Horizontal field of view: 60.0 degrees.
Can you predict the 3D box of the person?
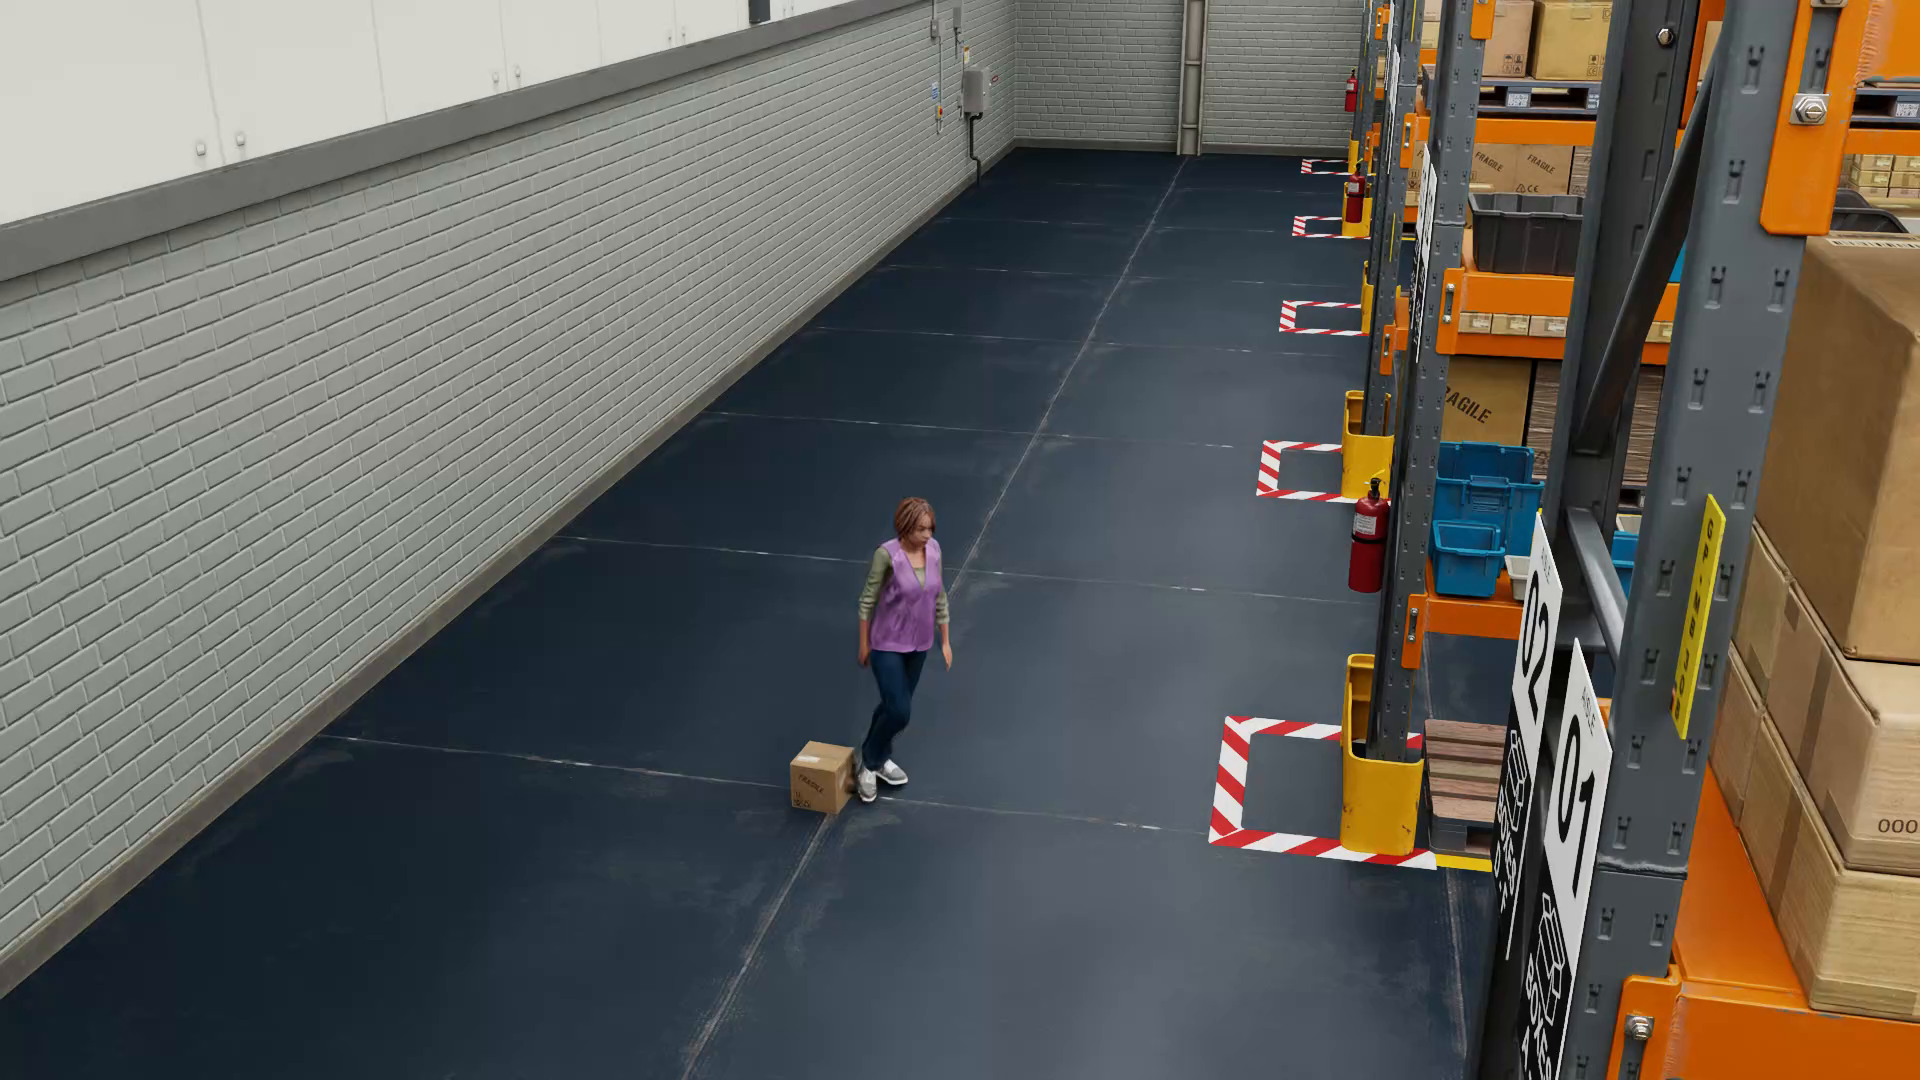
[{"bbox_3d":[-0.327,0.520,8.282,0.510,1.575,0.457,-19,28,-39],"label":"person"}]
